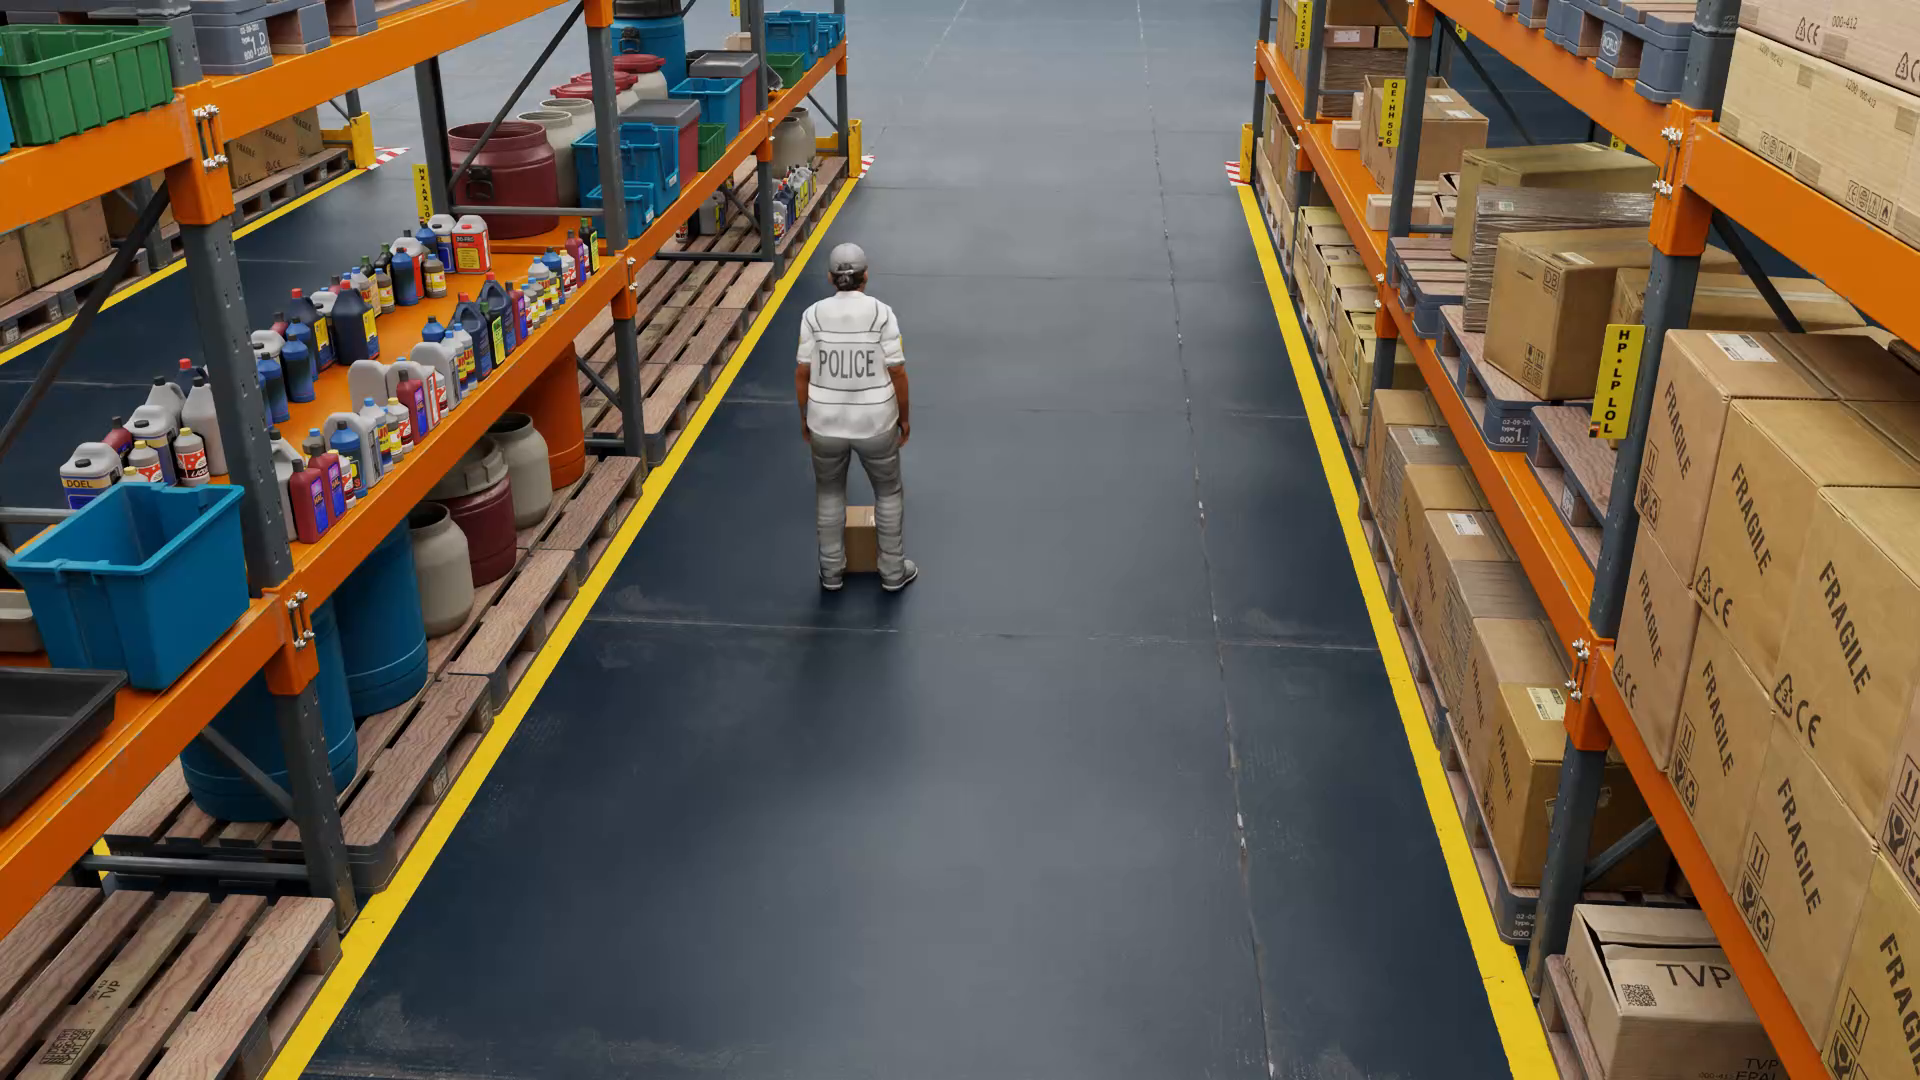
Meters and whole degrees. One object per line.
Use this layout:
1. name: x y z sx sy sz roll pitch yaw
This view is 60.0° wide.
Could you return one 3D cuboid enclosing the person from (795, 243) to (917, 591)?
1. person: -0.486 -0.557 7.809 0.542 1.666 0.469 2 25 4
